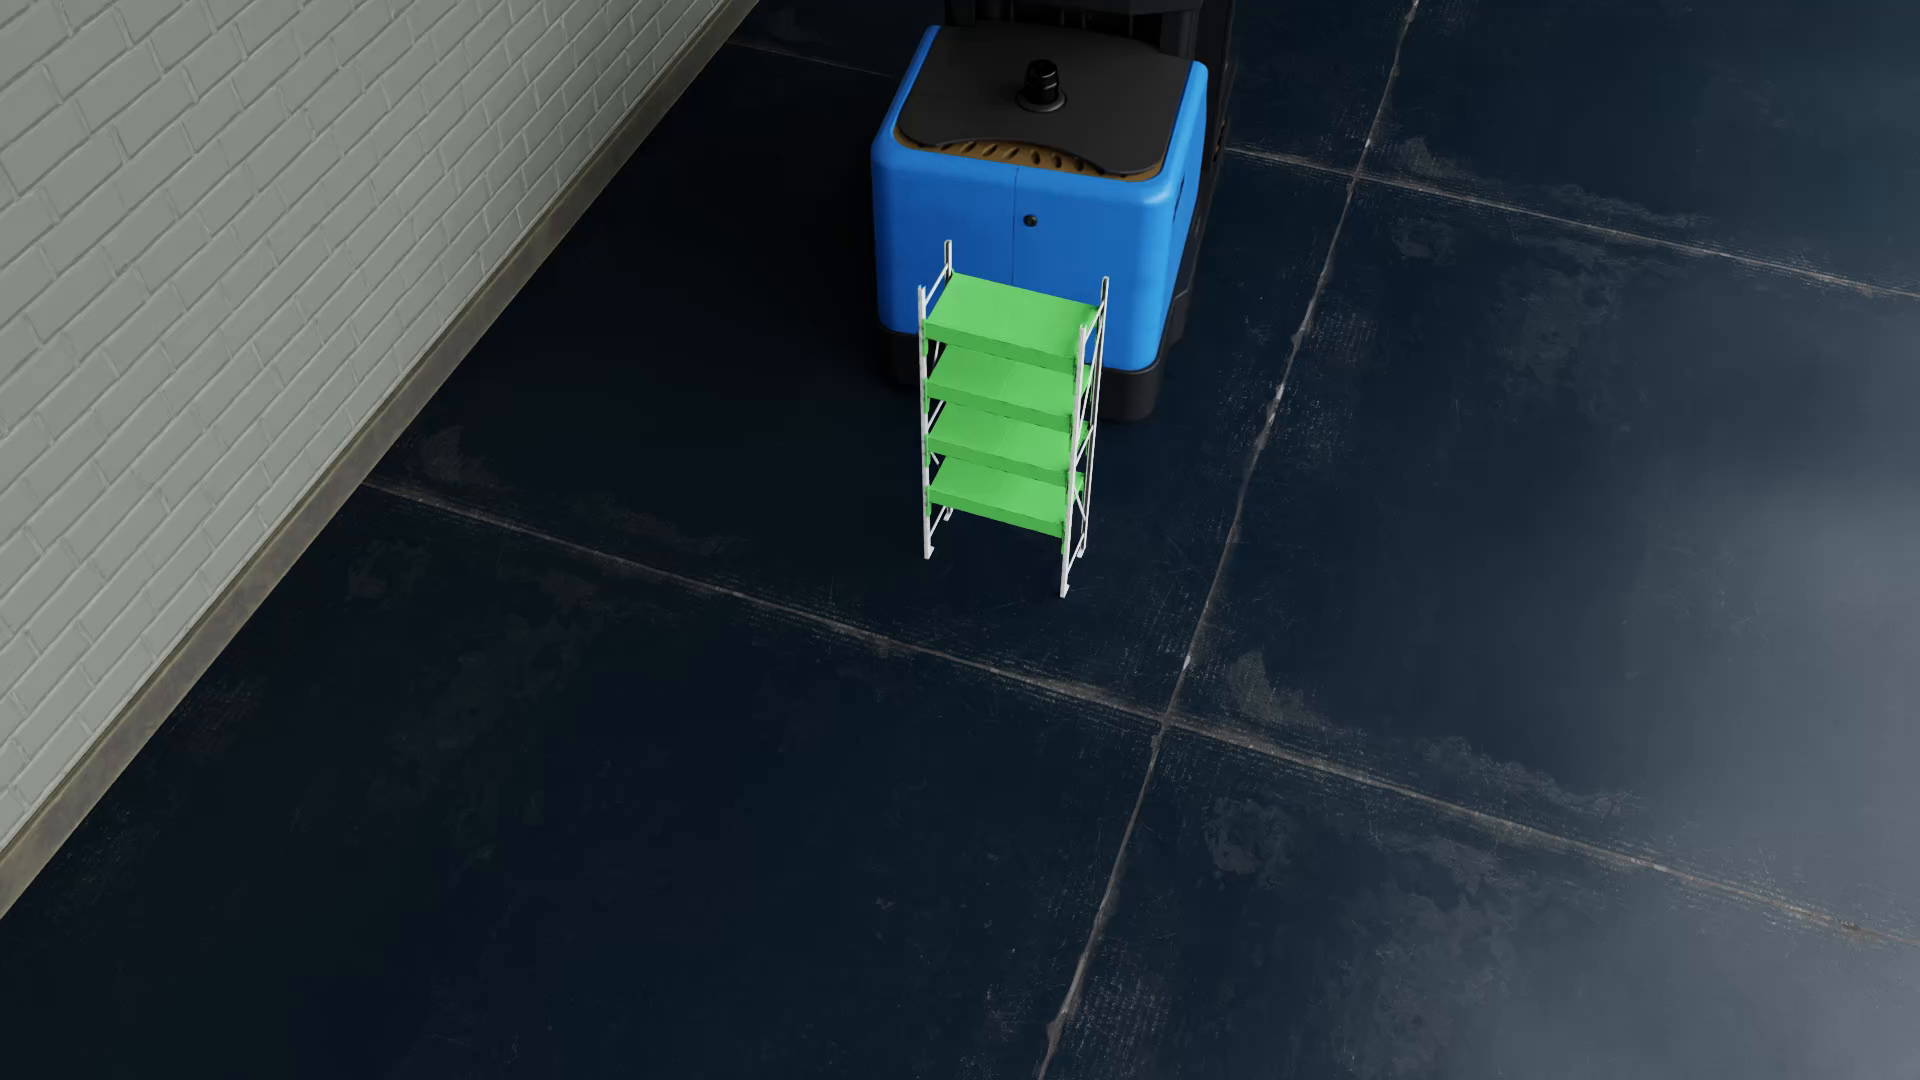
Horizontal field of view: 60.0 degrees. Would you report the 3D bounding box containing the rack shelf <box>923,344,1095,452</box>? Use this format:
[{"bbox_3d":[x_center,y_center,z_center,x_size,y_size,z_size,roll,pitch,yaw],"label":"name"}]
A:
[{"bbox_3d":[0.155,-0.465,5.126,0.480,0.148,0.258,16,51,13],"label":"rack shelf"}]

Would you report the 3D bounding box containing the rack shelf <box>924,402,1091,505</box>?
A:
[{"bbox_3d":[0.155,-0.308,5.307,0.480,0.148,0.258,16,51,13],"label":"rack shelf"}]

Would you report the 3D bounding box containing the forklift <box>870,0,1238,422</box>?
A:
[{"bbox_3d":[0.542,-2.530,6.003,1.130,2.935,3.031,11,50,9],"label":"forklift"}]

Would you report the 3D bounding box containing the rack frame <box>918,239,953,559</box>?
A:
[{"bbox_3d":[-0.074,-0.414,5.314,0.015,1.200,0.240,16,51,13],"label":"rack frame"}]

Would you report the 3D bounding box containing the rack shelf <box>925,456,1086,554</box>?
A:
[{"bbox_3d":[0.155,-0.151,5.489,0.480,0.148,0.258,16,51,13],"label":"rack shelf"}]

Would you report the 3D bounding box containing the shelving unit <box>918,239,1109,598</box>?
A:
[{"bbox_3d":[0.155,-0.350,5.259,0.503,1.200,0.258,16,51,13],"label":"shelving unit"}]

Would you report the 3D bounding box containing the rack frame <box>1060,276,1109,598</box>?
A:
[{"bbox_3d":[0.384,-0.286,5.204,0.015,1.200,0.240,16,51,13],"label":"rack frame"}]

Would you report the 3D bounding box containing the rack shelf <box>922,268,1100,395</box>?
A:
[{"bbox_3d":[0.155,-0.622,4.945,0.480,0.148,0.258,16,51,13],"label":"rack shelf"}]
